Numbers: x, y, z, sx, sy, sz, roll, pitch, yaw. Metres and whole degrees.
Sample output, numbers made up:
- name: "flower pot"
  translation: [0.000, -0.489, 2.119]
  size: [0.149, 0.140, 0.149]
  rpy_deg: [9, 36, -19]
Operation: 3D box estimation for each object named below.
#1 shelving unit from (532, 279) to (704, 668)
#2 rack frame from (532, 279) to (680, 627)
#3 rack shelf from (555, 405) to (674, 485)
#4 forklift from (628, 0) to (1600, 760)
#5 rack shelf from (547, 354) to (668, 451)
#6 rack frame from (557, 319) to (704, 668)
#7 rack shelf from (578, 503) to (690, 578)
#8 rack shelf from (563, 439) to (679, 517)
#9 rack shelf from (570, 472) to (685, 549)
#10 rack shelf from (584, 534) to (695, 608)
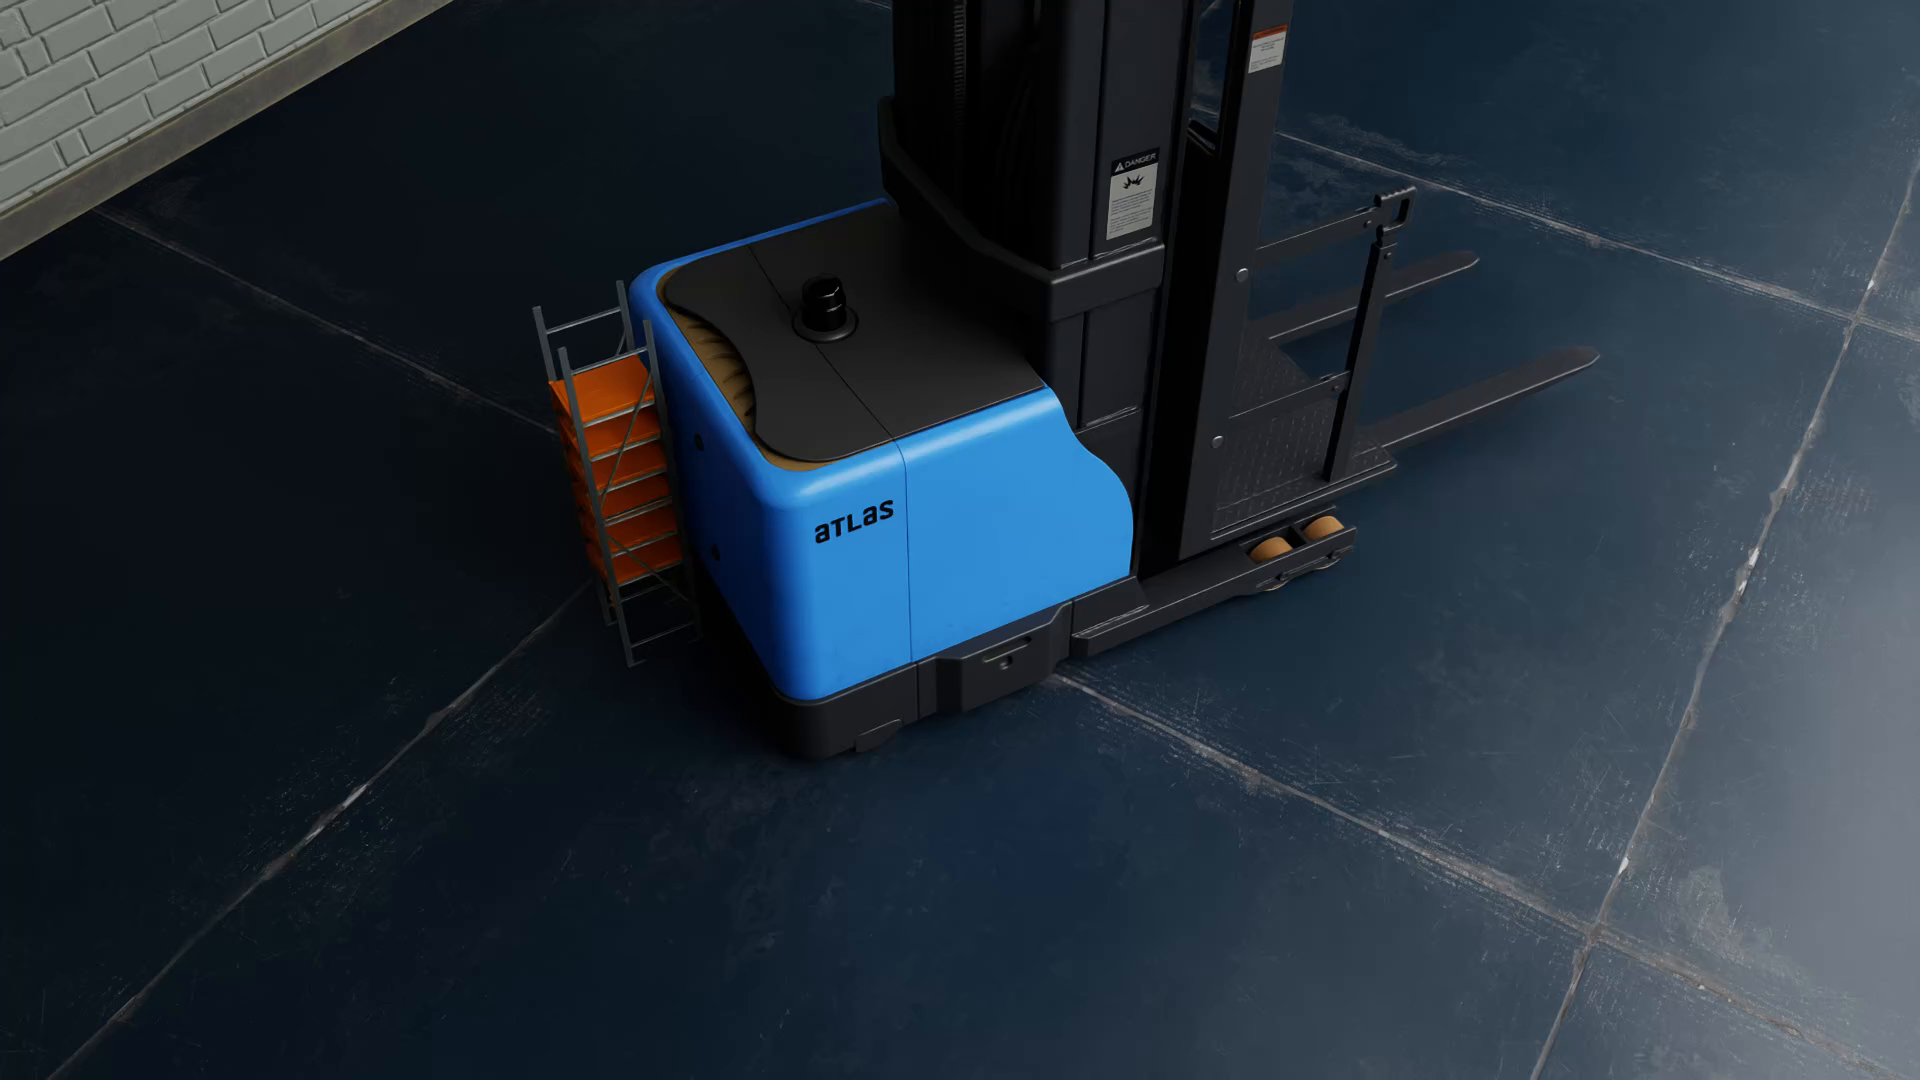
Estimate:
- name: "shelving unit"
  translation: [-0.915, -0.142, 4.552]
  size: [0.258, 1.200, 0.189]
  rpy_deg: [-22, 50, -20]
- name: "rack frame"
  translation: [-0.960, -0.200, 4.607]
  size: [0.240, 1.200, 0.006]
  rpy_deg: [-22, 50, -20]
- name: "rack shelf"
  translation: [-0.915, -0.279, 4.412]
  size: [0.258, 0.103, 0.180]
  rpy_deg: [-22, 50, -20]
- name: "forklift"
  translation: [0.641, -1.181, 4.354]
  size: [3.031, 2.935, 1.130]
  rpy_deg: [-21, 49, -19]
- name: "rack shelf"
  translation: [-0.915, -0.362, 4.326]
  size: [0.258, 0.103, 0.180]
  rpy_deg: [-22, 50, -20]
- name: "rack frame"
  translation: [-0.870, -0.085, 4.496]
  size: [0.240, 1.200, 0.006]
  rpy_deg: [-22, 50, -20]
- name: "rack shelf"
  translation: [-0.915, -0.028, 4.670]
  size: [0.258, 0.103, 0.180]
  rpy_deg: [-22, 50, -20]
- name: "rack shelf"
  translation: [-0.915, -0.195, 4.498]
  size: [0.258, 0.103, 0.180]
  rpy_deg: [-22, 50, -20]
- name: "rack shelf"
  translation: [-0.915, -0.112, 4.584]
  size: [0.258, 0.103, 0.180]
  rpy_deg: [-22, 50, -20]
- name: "rack shelf"
  translation: [-0.915, 0.056, 4.756]
  size: [0.258, 0.103, 0.180]
  rpy_deg: [-22, 50, -20]
